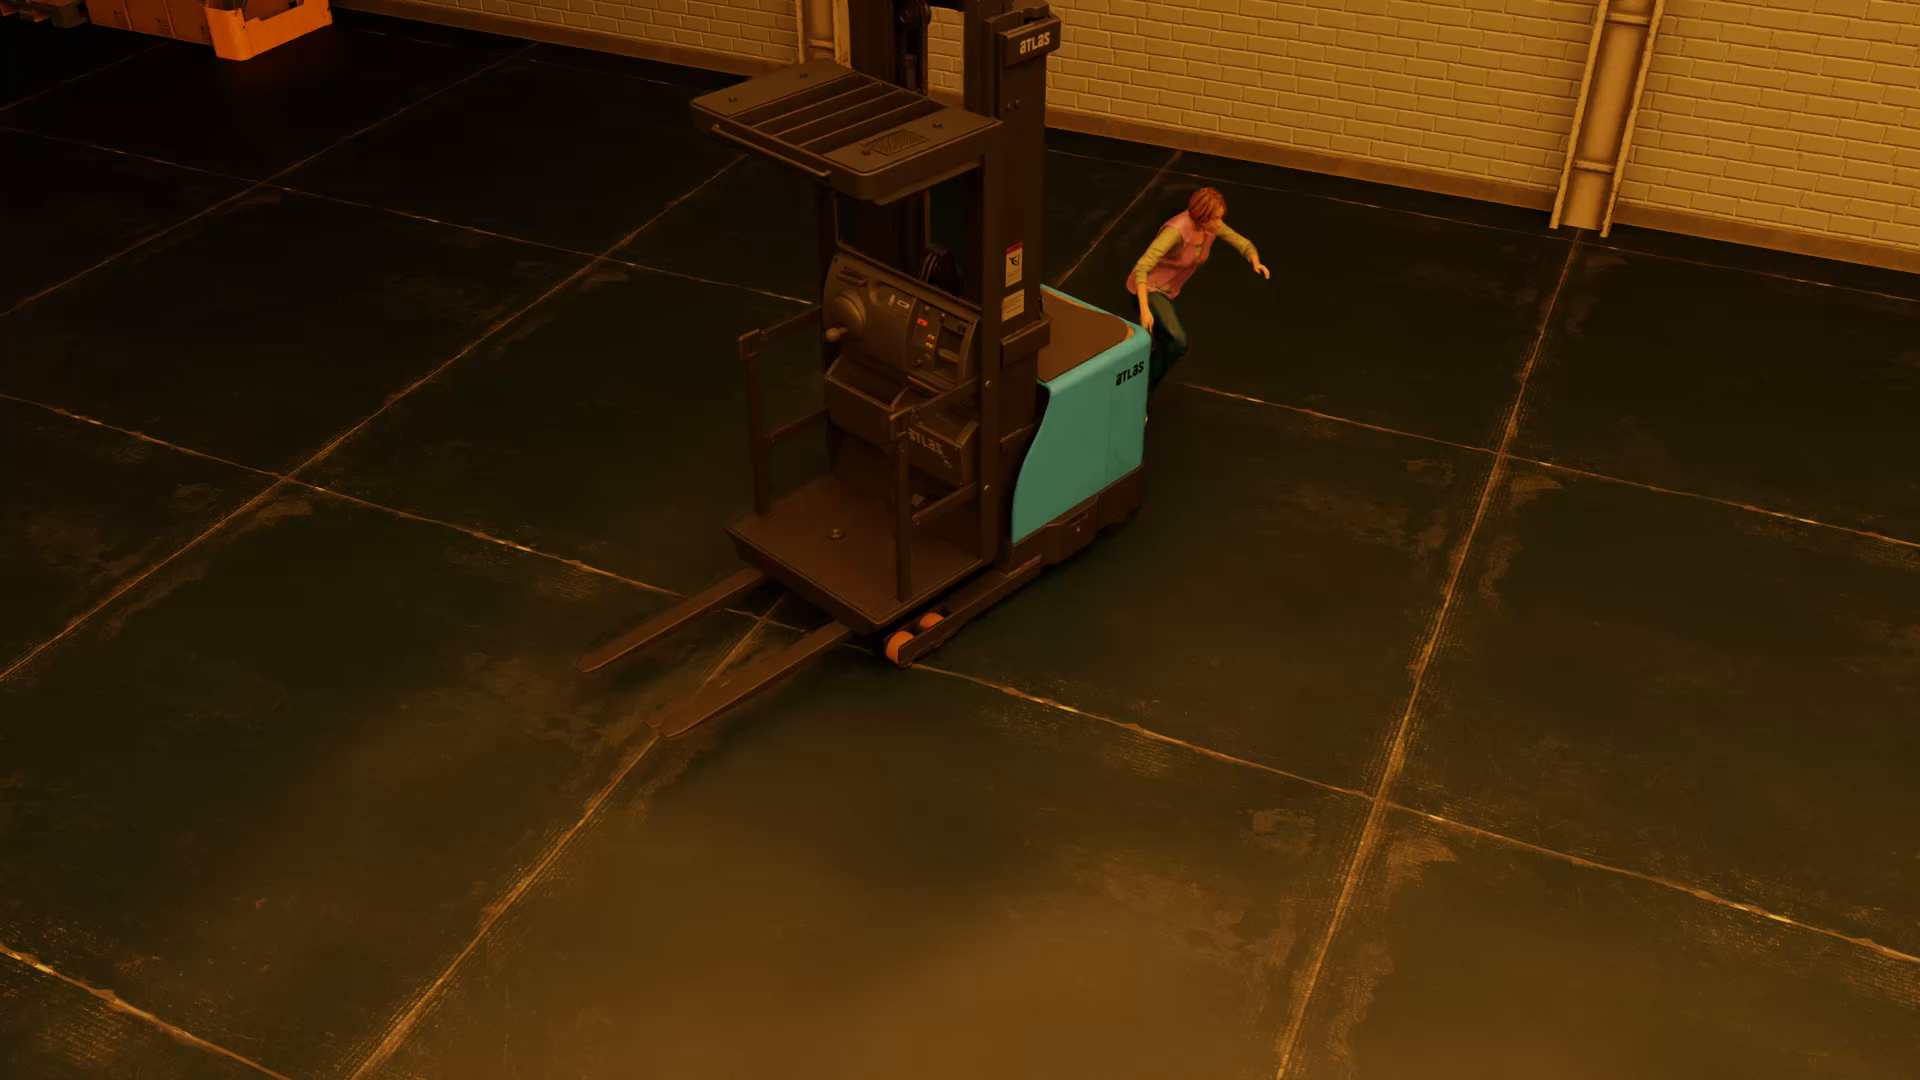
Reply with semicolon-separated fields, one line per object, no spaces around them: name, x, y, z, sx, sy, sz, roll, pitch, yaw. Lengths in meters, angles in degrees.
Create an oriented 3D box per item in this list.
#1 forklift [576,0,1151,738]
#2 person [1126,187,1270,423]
forklift;-0.425;-0.939;7.403;1.130;2.935;3.031;29;45;35
person;1.254;-1.285;9.257;0.827;1.365;0.825;25;43;31
